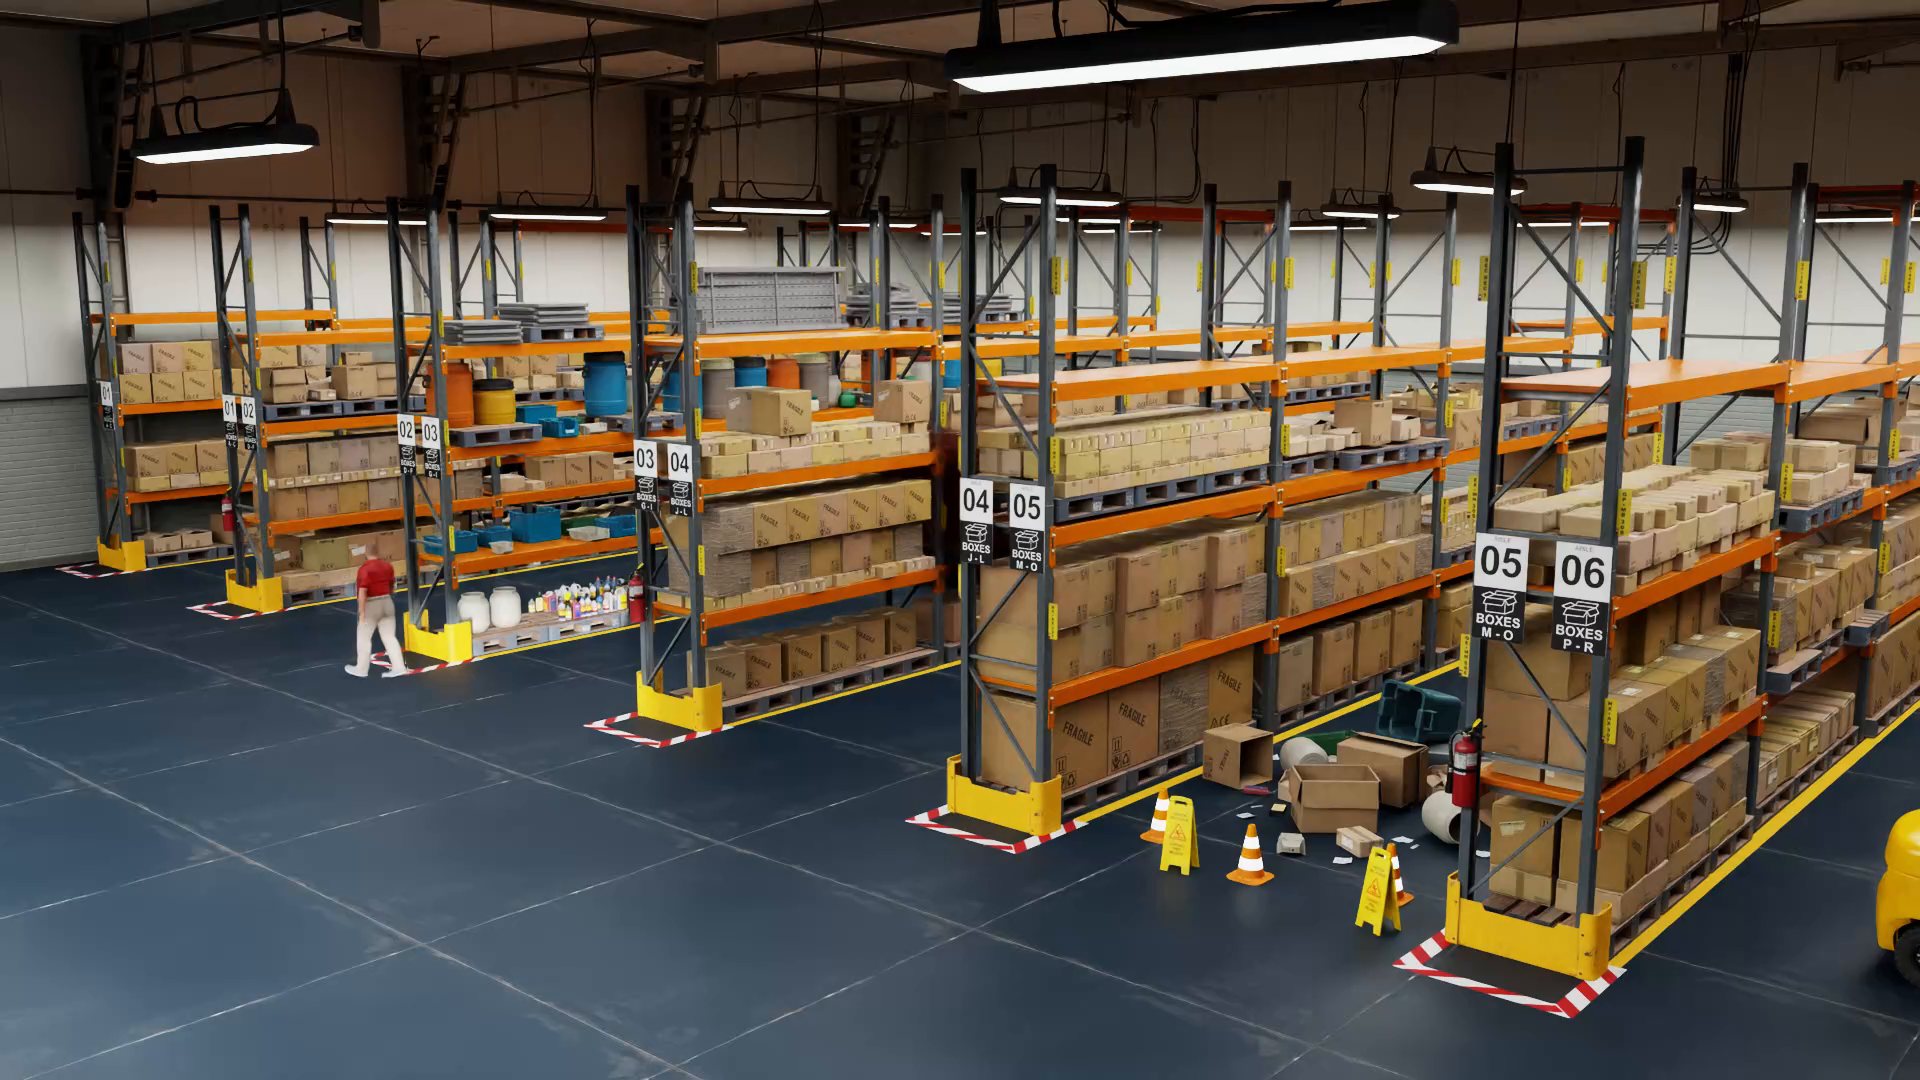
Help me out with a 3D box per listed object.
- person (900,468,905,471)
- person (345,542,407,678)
[{"bbox_3d":[-1.043,-0.897,31.820,0.439,1.599,0.448,-4,10,-21],"label":"person"},{"bbox_3d":[-7.377,0.883,20.912,0.706,1.732,0.615,6,11,32],"label":"person"}]
